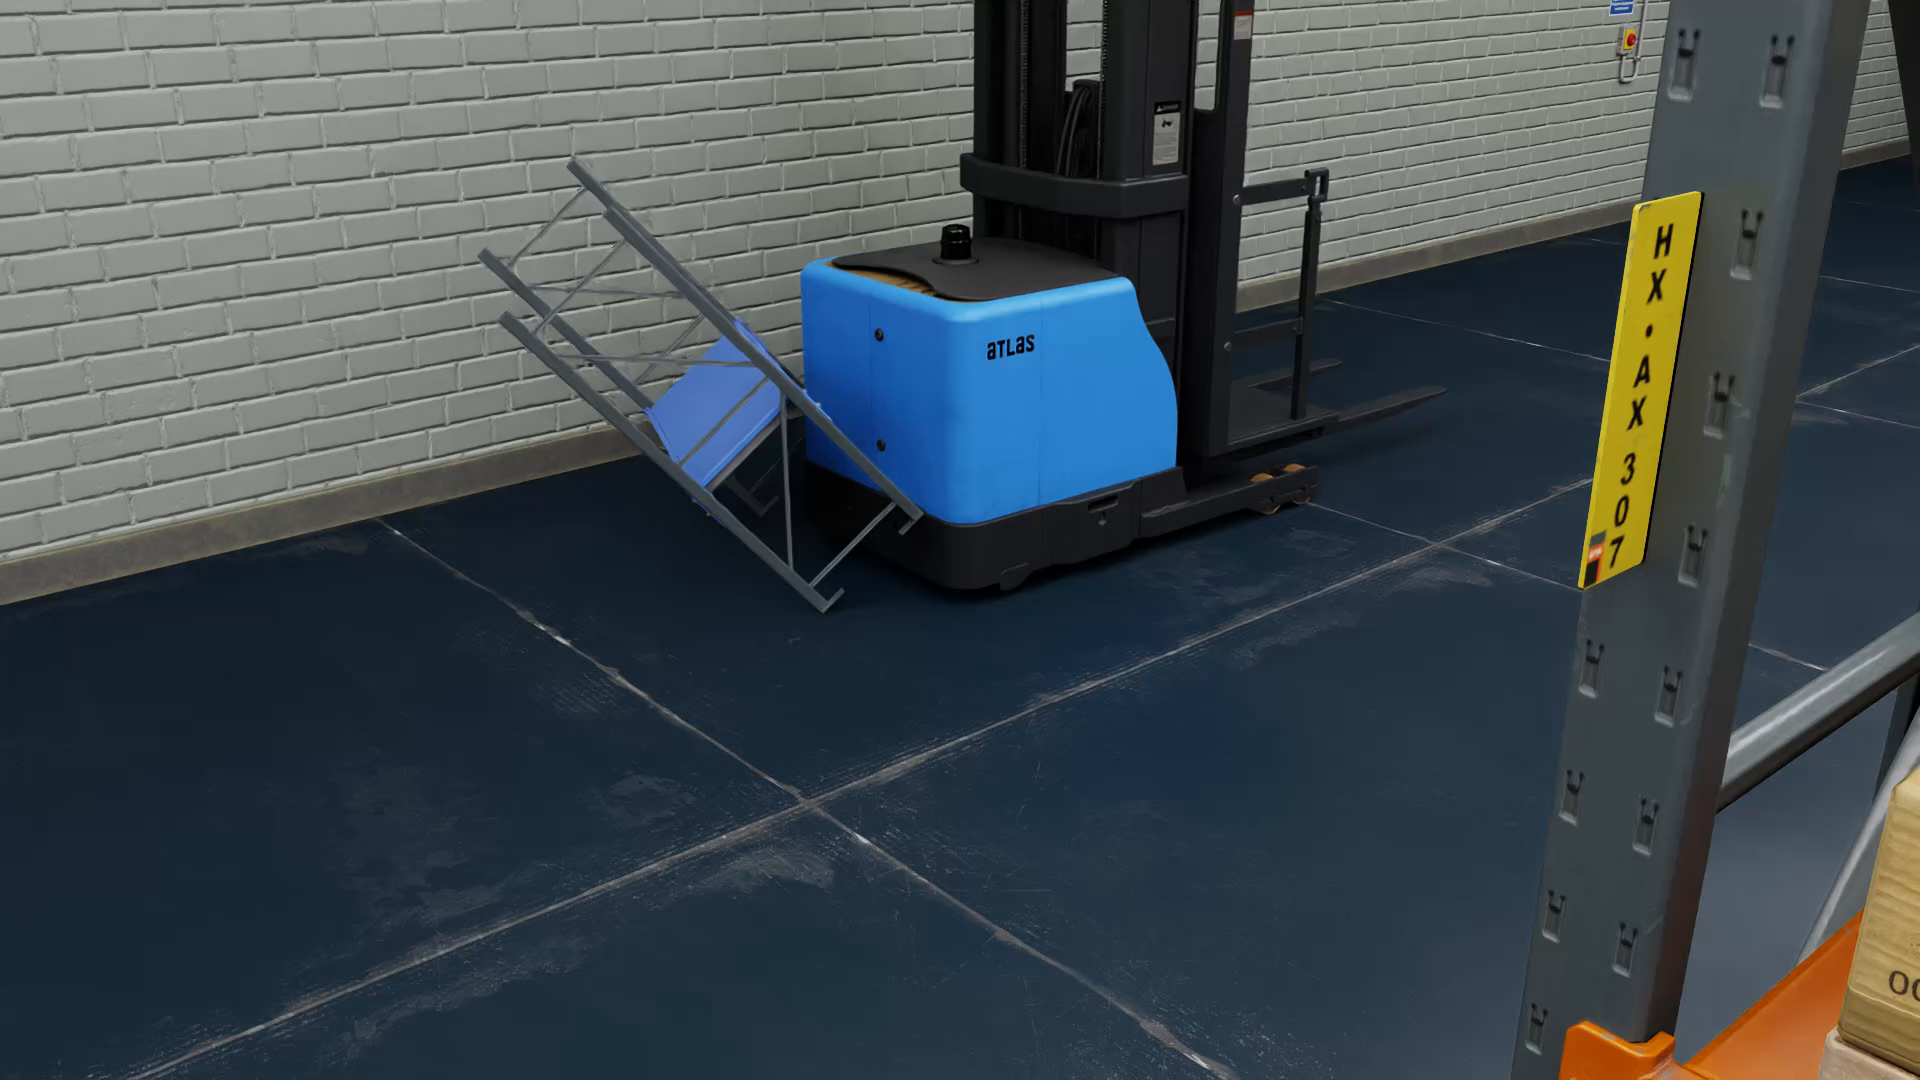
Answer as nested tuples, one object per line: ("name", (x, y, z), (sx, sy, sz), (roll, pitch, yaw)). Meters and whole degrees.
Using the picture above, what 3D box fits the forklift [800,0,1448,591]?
("forklift", (0.857, -1.601, 6.553), (3.031, 2.935, 1.130), (-16, 27, -36))

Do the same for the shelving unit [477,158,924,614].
("shelving unit", (-0.940, -0.562, 5.924), (0.538, 1.500, 1.048), (-45, 28, 1))

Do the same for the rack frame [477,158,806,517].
("rack frame", (-1.102, -0.738, 6.373), (0.500, 1.500, 0.032), (-45, 28, 1))

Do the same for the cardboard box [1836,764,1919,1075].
("cardboard box", (1.098, 0.317, 1.360), (0.500, 0.250, 0.500), (-18, 28, -39))

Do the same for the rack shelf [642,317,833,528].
("rack shelf", (-0.827, -0.451, 6.009), (0.538, 0.185, 1.000), (-45, 28, 1))

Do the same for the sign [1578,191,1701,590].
("sign", (0.564, -0.121, 1.384), (0.100, 0.325, 0.005), (-17, 27, -37))

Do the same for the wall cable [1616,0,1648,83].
("wall cable", (4.798, -4.210, 11.685), (0.585, 1.953, 0.123), (-17, 27, -37))

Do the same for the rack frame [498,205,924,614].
("rack frame", (-0.777, -0.387, 5.476), (0.500, 1.500, 0.032), (-45, 28, 1))

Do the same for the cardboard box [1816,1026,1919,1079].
("cardboard box", (0.971, 0.482, 1.484), (0.380, 0.149, 0.250), (-17, 27, -37))

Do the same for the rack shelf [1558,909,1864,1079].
("rack shelf", (2.294, 1.076, 0.610), (1.077, 0.370, 4.000), (-17, 27, -37))

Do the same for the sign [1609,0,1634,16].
("sign", (4.722, -3.854, 11.840), (0.327, 0.218, 0.001), (-17, 27, -37))
